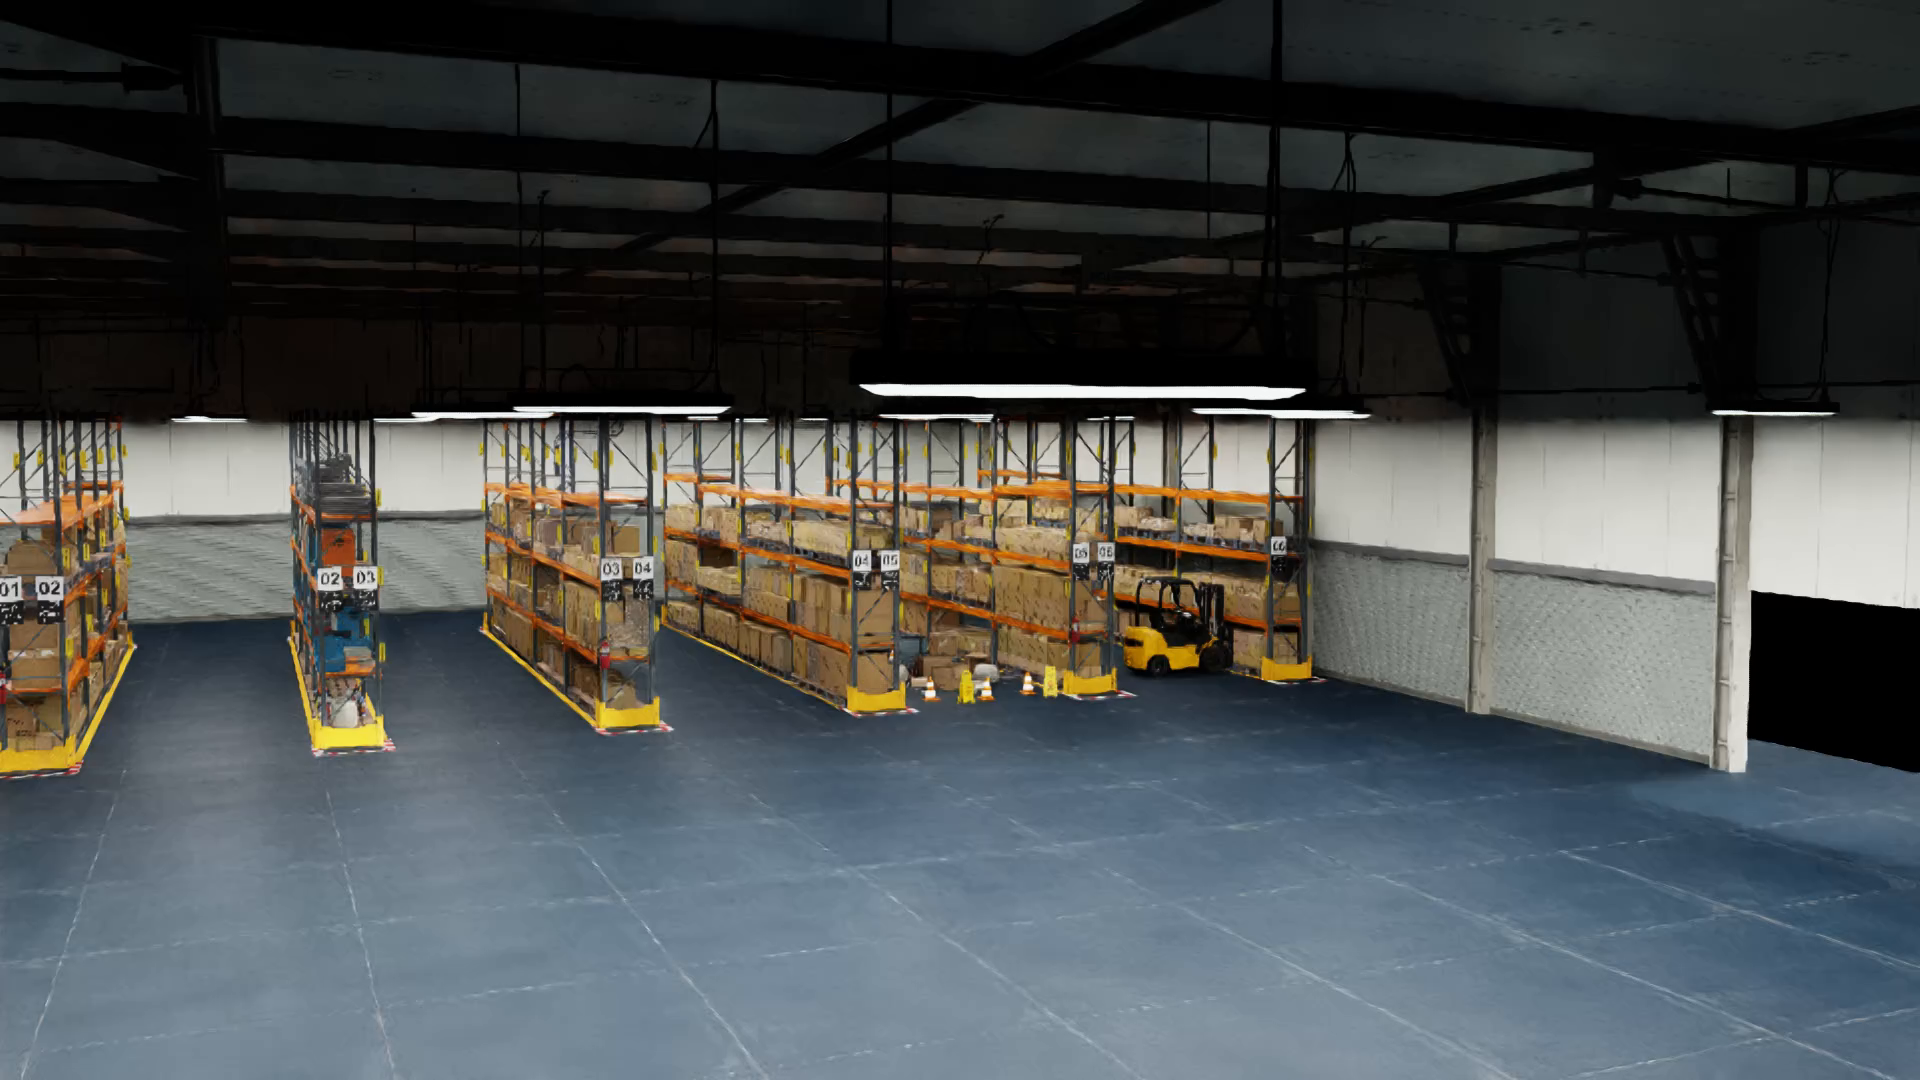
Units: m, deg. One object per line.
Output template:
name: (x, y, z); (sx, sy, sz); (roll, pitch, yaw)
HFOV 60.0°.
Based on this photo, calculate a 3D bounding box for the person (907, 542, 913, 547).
person: (-1.627, 0.935, 55.861); (0.644, 1.739, 0.441); (2, 5, 29)

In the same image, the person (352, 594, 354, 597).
person: (-15.700, 1.863, 43.303); (0.482, 1.622, 0.994); (-2, 5, -32)
